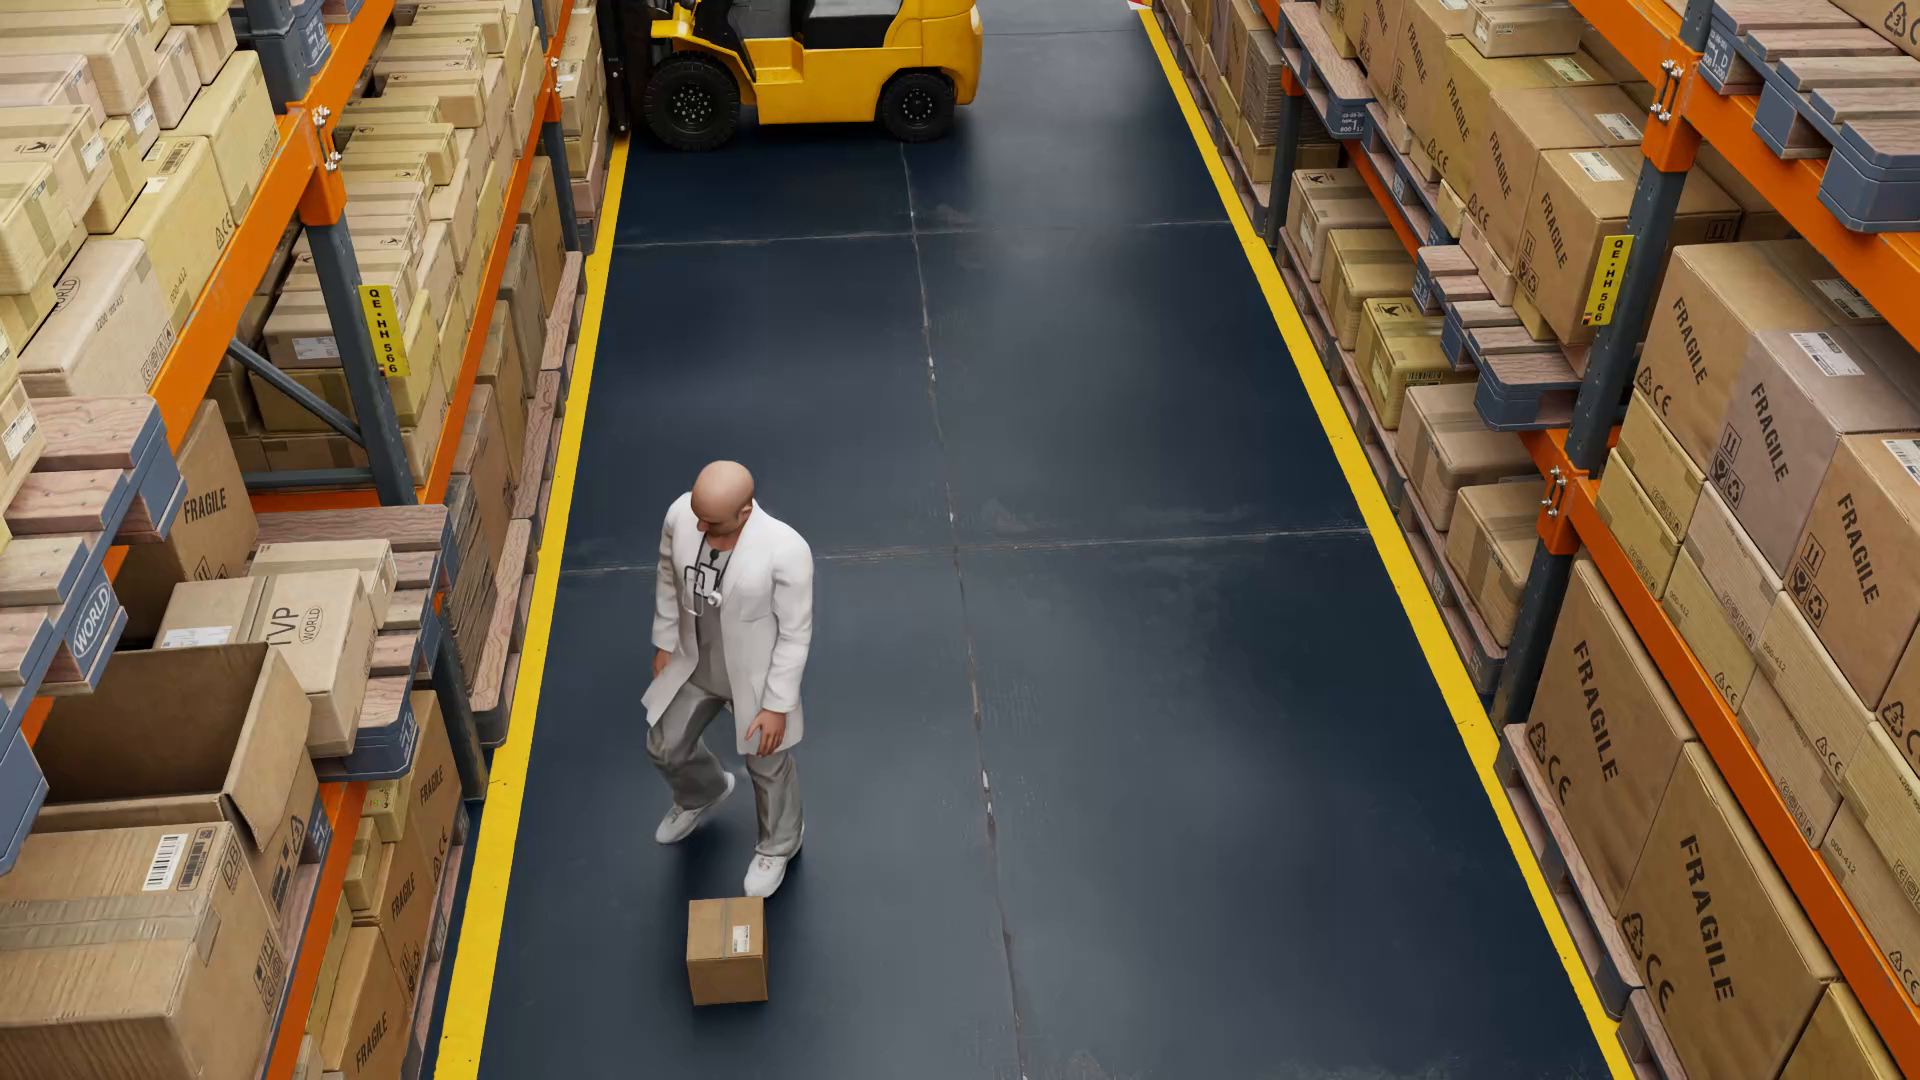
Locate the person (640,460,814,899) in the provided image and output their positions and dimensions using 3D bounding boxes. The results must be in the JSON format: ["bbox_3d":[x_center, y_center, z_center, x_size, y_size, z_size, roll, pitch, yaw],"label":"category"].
[{"bbox_3d":[-0.807,0.469,5.583,0.684,1.815,0.414,16,41,20],"label":"person"}]
